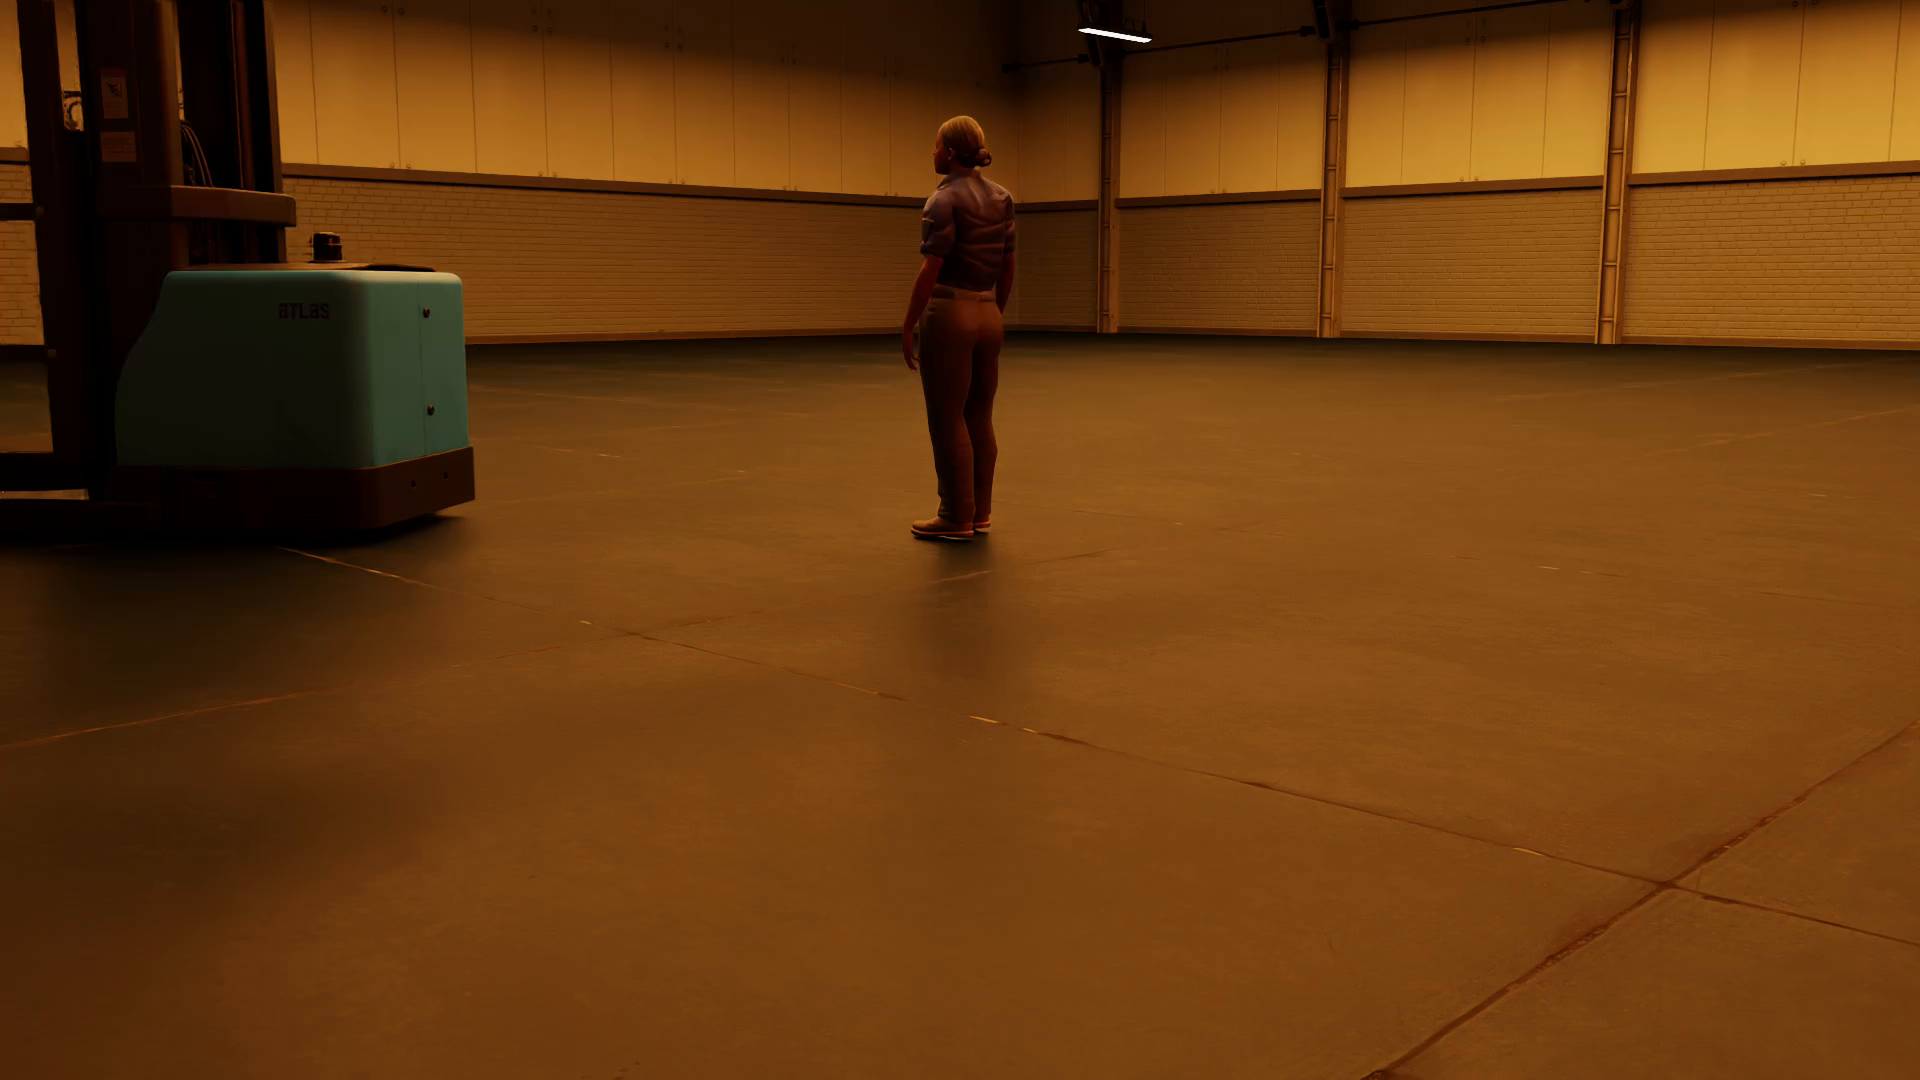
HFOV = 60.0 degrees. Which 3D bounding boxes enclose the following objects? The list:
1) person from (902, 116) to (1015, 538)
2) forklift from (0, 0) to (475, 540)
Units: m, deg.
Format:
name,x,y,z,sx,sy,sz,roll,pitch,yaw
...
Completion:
name,x,y,z,sx,sy,sz,roll,pitch,yaw
person,-0.049,-0.837,6.668,0.503,1.656,0.569,8,12,43
forklift,-3.725,-1.523,6.990,3.031,2.935,1.130,1,9,8
